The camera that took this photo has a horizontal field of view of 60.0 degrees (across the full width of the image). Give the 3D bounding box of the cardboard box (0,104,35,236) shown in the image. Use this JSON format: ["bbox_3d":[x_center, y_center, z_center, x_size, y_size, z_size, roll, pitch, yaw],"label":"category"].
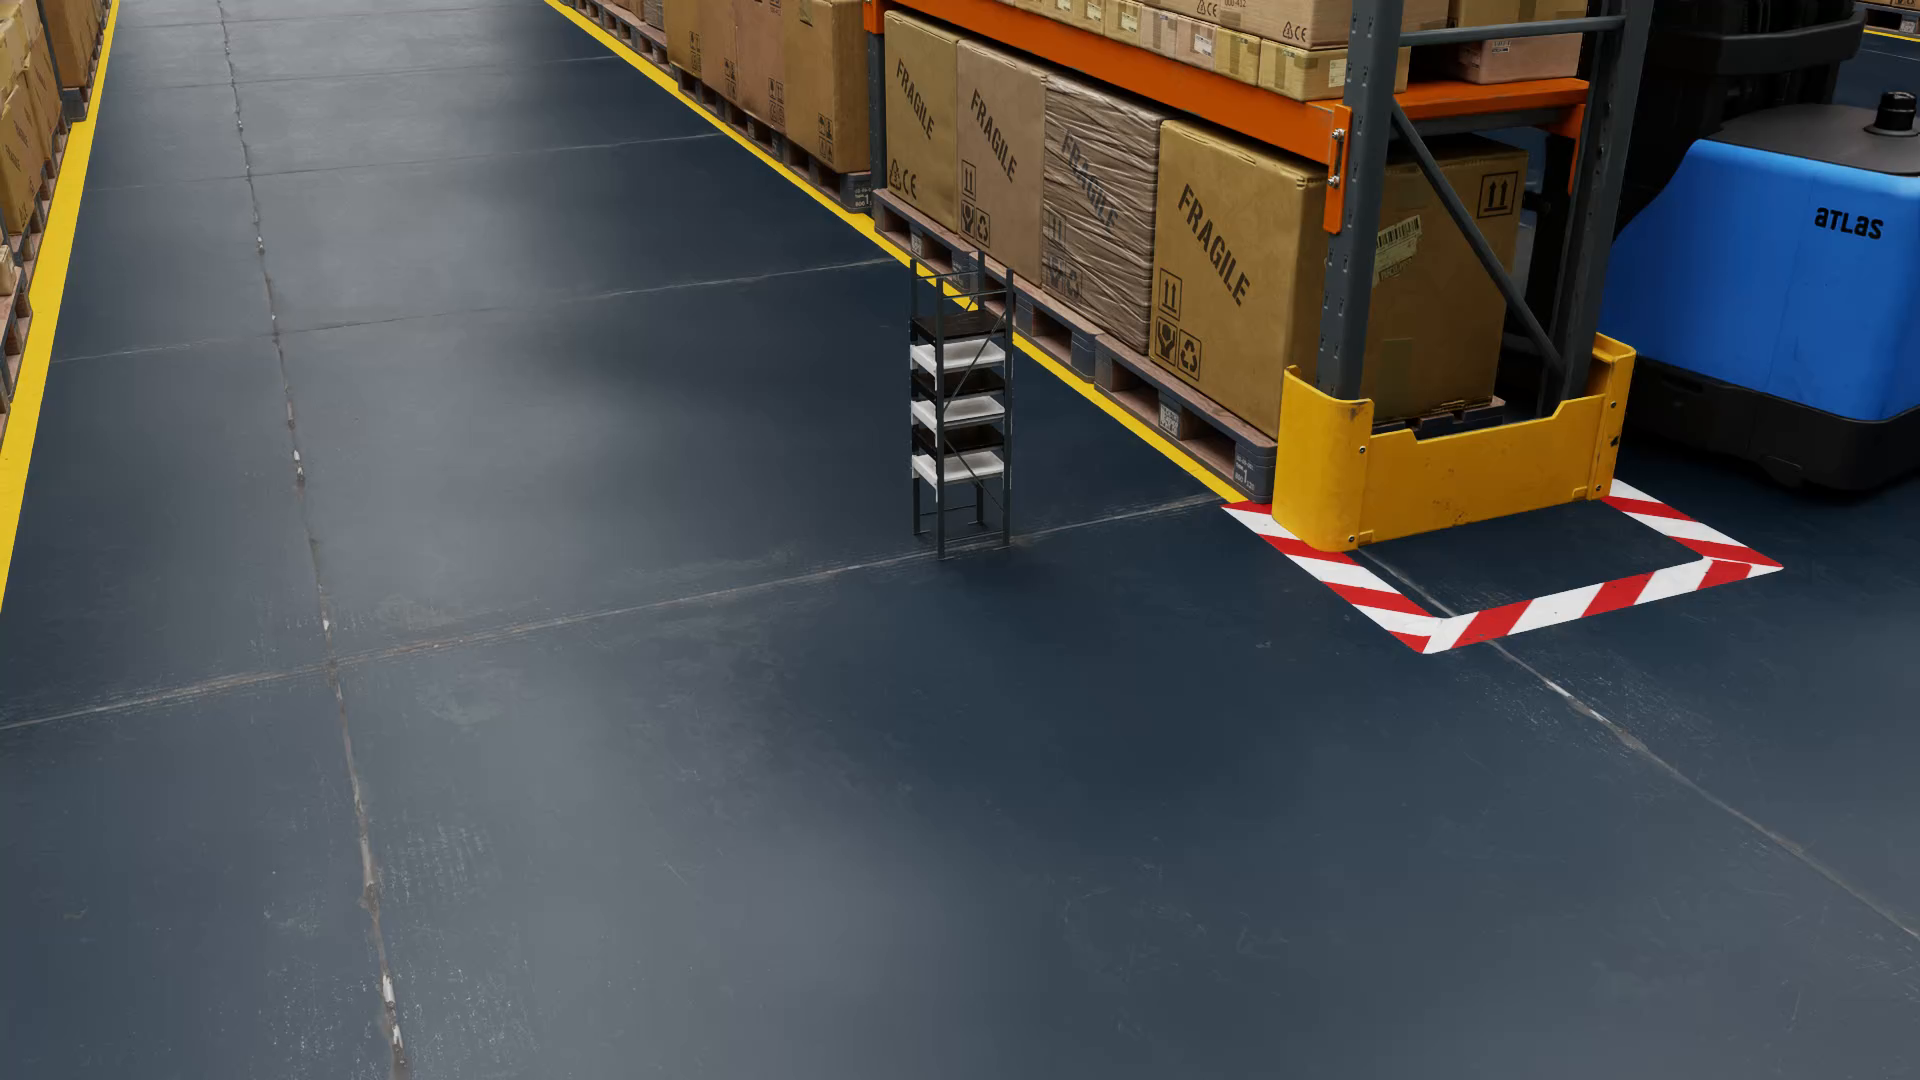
[{"bbox_3d":[-4.628,-1.691,7.665,0.500,0.500,0.500,-9,28,-19],"label":"cardboard box"}]

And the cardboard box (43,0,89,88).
[{"bbox_3d":[-6.305,-3.336,10.748,1.050,0.750,0.750,-11,28,-21],"label":"cardboard box"}]

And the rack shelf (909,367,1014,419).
[{"bbox_3d":[0.003,-0.452,5.021,0.258,0.077,0.200,-11,28,-21],"label":"rack shelf"}]

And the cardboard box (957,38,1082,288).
[{"bbox_3d":[0.558,-1.683,7.222,0.875,0.875,0.875,-11,28,-21],"label":"cardboard box"}]

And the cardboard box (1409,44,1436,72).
[{"bbox_3d":[1.650,-1.669,5.535,0.380,0.149,0.250,-11,28,-21],"label":"cardboard box"}]

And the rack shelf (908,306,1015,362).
[{"bbox_3d":[0.003,-0.614,4.942,0.258,0.077,0.200,-11,28,-21],"label":"rack shelf"}]

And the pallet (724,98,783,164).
[{"bbox_3d":[-0.832,-2.632,10.400,1.003,0.211,1.213,-11,28,-21],"label":"pallet"}]

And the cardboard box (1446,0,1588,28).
[{"bbox_3d":[1.648,-1.785,5.318,0.500,0.250,0.500,-11,28,-22],"label":"cardboard box"}]

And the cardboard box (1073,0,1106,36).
[{"bbox_3d":[0.641,-1.969,6.151,0.380,0.149,0.250,-10,28,-20],"label":"cardboard box"}]

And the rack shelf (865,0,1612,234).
[{"bbox_3d":[0.804,-1.962,6.670,1.077,0.370,4.000,-11,28,-21],"label":"rack shelf"}]

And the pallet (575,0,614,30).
[{"bbox_3d":[-2.806,-4.756,14.749,1.003,0.211,1.213,-11,28,-21],"label":"pallet"}]

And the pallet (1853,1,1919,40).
[{"bbox_3d":[8.302,-4.356,13.931,1.003,0.211,1.213,-11,28,-21],"label":"pallet"}]

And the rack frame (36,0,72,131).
[{"bbox_3d":[-6.149,-3.896,9.812,1.000,3.000,0.127,-11,28,-21],"label":"rack frame"}]

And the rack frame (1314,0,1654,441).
[{"bbox_3d":[1.587,-1.478,4.859,1.000,3.000,0.127,-11,28,-21],"label":"rack frame"}]

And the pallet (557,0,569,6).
[{"bbox_3d":[-3.408,-5.335,15.936,1.003,0.211,1.213,-11,28,-21],"label":"pallet"}]

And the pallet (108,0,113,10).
[{"bbox_3d":[-8.423,-5.072,15.397,1.003,0.211,1.213,-11,28,-21],"label":"pallet"}]

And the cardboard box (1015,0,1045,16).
[{"bbox_3d":[0.442,-2.175,6.571,0.380,0.149,0.250,-11,28,-22],"label":"cardboard box"}]

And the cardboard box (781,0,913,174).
[{"bbox_3d":[-0.248,-2.582,9.062,1.225,0.875,0.875,-10,28,-20],"label":"cardboard box"}]

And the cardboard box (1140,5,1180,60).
[{"bbox_3d":[0.847,-1.760,5.723,0.380,0.149,0.250,-10,28,-20],"label":"cardboard box"}]

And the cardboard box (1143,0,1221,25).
[{"bbox_3d":[0.955,-1.899,5.553,0.500,0.250,0.500,-11,28,-21],"label":"cardboard box"}]

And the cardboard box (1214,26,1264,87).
[{"bbox_3d":[1.041,-1.557,5.307,0.380,0.149,0.250,-10,28,-20],"label":"cardboard box"}]

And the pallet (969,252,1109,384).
[{"bbox_3d":[0.728,-1.026,7.111,1.003,0.211,1.213,-11,28,-21],"label":"pallet"}]

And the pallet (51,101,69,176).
[{"bbox_3d":[-5.844,-2.328,9.777,1.003,0.211,1.213,-11,28,-21],"label":"pallet"}]

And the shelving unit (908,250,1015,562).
[{"bbox_3d":[0.003,-0.401,5.046,0.258,0.900,0.210,-11,28,-21],"label":"shelving unit"}]

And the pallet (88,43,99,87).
[{"bbox_3d":[-6.862,-3.466,12.109,1.003,0.211,1.213,-11,28,-21],"label":"pallet"}]

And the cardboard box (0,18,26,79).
[{"bbox_3d":[-5.035,-2.449,8.363,0.500,0.250,0.500,-9,28,-19],"label":"cardboard box"}]

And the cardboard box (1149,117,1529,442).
[{"bbox_3d":[1.263,-0.957,5.734,0.875,0.875,0.875,-11,28,-21],"label":"cardboard box"}]

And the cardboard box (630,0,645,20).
[{"bbox_3d":[-2.284,-4.499,13.393,0.700,0.500,0.500,-8,27,-16],"label":"cardboard box"}]

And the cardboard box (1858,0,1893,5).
[{"bbox_3d":[7.888,-4.836,14.084,0.500,0.500,0.500,-11,28,-21],"label":"cardboard box"}]

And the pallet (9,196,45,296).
[{"bbox_3d":[-4.889,-1.343,7.759,1.003,0.211,1.213,-11,28,-21],"label":"pallet"}]

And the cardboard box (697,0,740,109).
[{"bbox_3d":[-0.953,-3.298,10.530,1.225,0.875,0.875,-10,28,-20],"label":"cardboard box"}]

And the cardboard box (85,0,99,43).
[{"bbox_3d":[-7.015,-4.064,12.240,1.050,0.750,0.750,-11,28,-21],"label":"cardboard box"}]

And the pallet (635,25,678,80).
[{"bbox_3d":[-1.850,-3.771,12.732,1.003,0.211,1.213,-11,28,-21],"label":"pallet"}]

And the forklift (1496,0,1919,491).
[{"bbox_3d":[2.403,-2.062,6.132,1.130,2.935,3.031,-18,31,-33],"label":"forklift"}]

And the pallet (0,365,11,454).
[{"bbox_3d":[-3.805,-0.270,5.563,1.003,0.211,1.213,-11,28,-21],"label":"pallet"}]

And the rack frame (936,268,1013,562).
[{"bbox_3d":[0.043,-0.360,4.962,0.240,0.900,0.006,-11,28,-21],"label":"rack frame"}]

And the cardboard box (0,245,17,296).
[{"bbox_3d":[-4.116,-1.089,6.833,0.380,0.149,0.250,-10,28,-20],"label":"cardboard box"}]

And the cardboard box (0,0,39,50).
[{"bbox_3d":[-5.432,-2.866,9.216,0.500,0.250,0.500,-10,28,-20],"label":"cardboard box"}]

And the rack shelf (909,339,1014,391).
[{"bbox_3d":[0.003,-0.533,4.981,0.258,0.077,0.200,-11,28,-21],"label":"rack shelf"}]

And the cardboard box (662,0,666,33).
[{"bbox_3d":[-1.826,-4.049,12.472,0.700,0.500,0.500,-12,29,-23],"label":"cardboard box"}]

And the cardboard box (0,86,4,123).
[{"bbox_3d":[-4.629,-2.028,7.500,0.500,0.250,0.500,-12,28,-23],"label":"cardboard box"}]

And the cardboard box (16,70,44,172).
[{"bbox_3d":[-5.054,-2.113,8.530,0.500,0.500,0.500,-10,28,-20],"label":"cardboard box"}]

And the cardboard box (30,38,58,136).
[{"bbox_3d":[-5.451,-2.531,9.385,0.500,0.500,0.500,-9,28,-19],"label":"cardboard box"}]

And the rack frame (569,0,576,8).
[{"bbox_3d":[-3.112,-6.323,14.781,1.000,3.000,0.127,-11,28,-21],"label":"rack frame"}]
